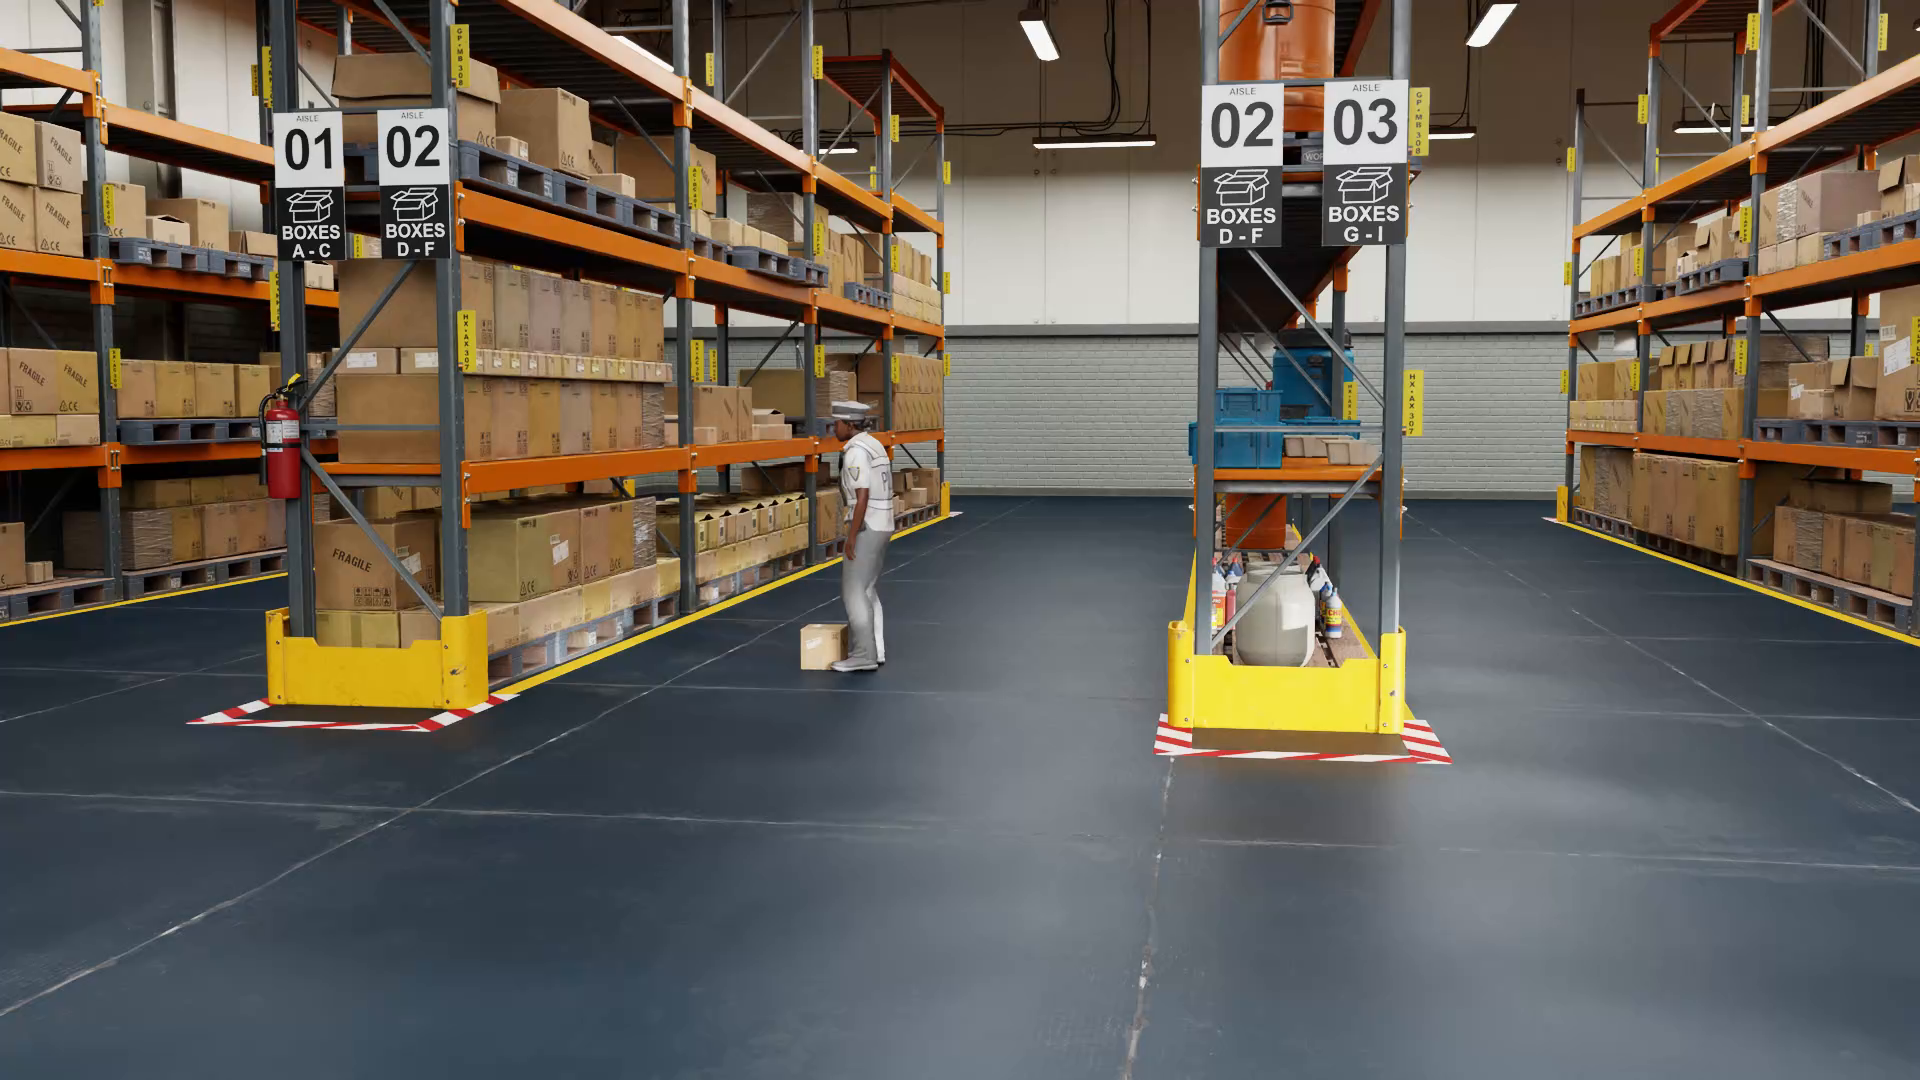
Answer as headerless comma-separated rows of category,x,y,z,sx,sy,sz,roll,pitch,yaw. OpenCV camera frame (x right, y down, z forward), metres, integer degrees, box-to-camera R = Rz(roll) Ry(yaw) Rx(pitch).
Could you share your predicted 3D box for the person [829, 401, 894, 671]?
person,-0.609,-0.031,10.311,0.396,1.656,0.503,1,5,8
